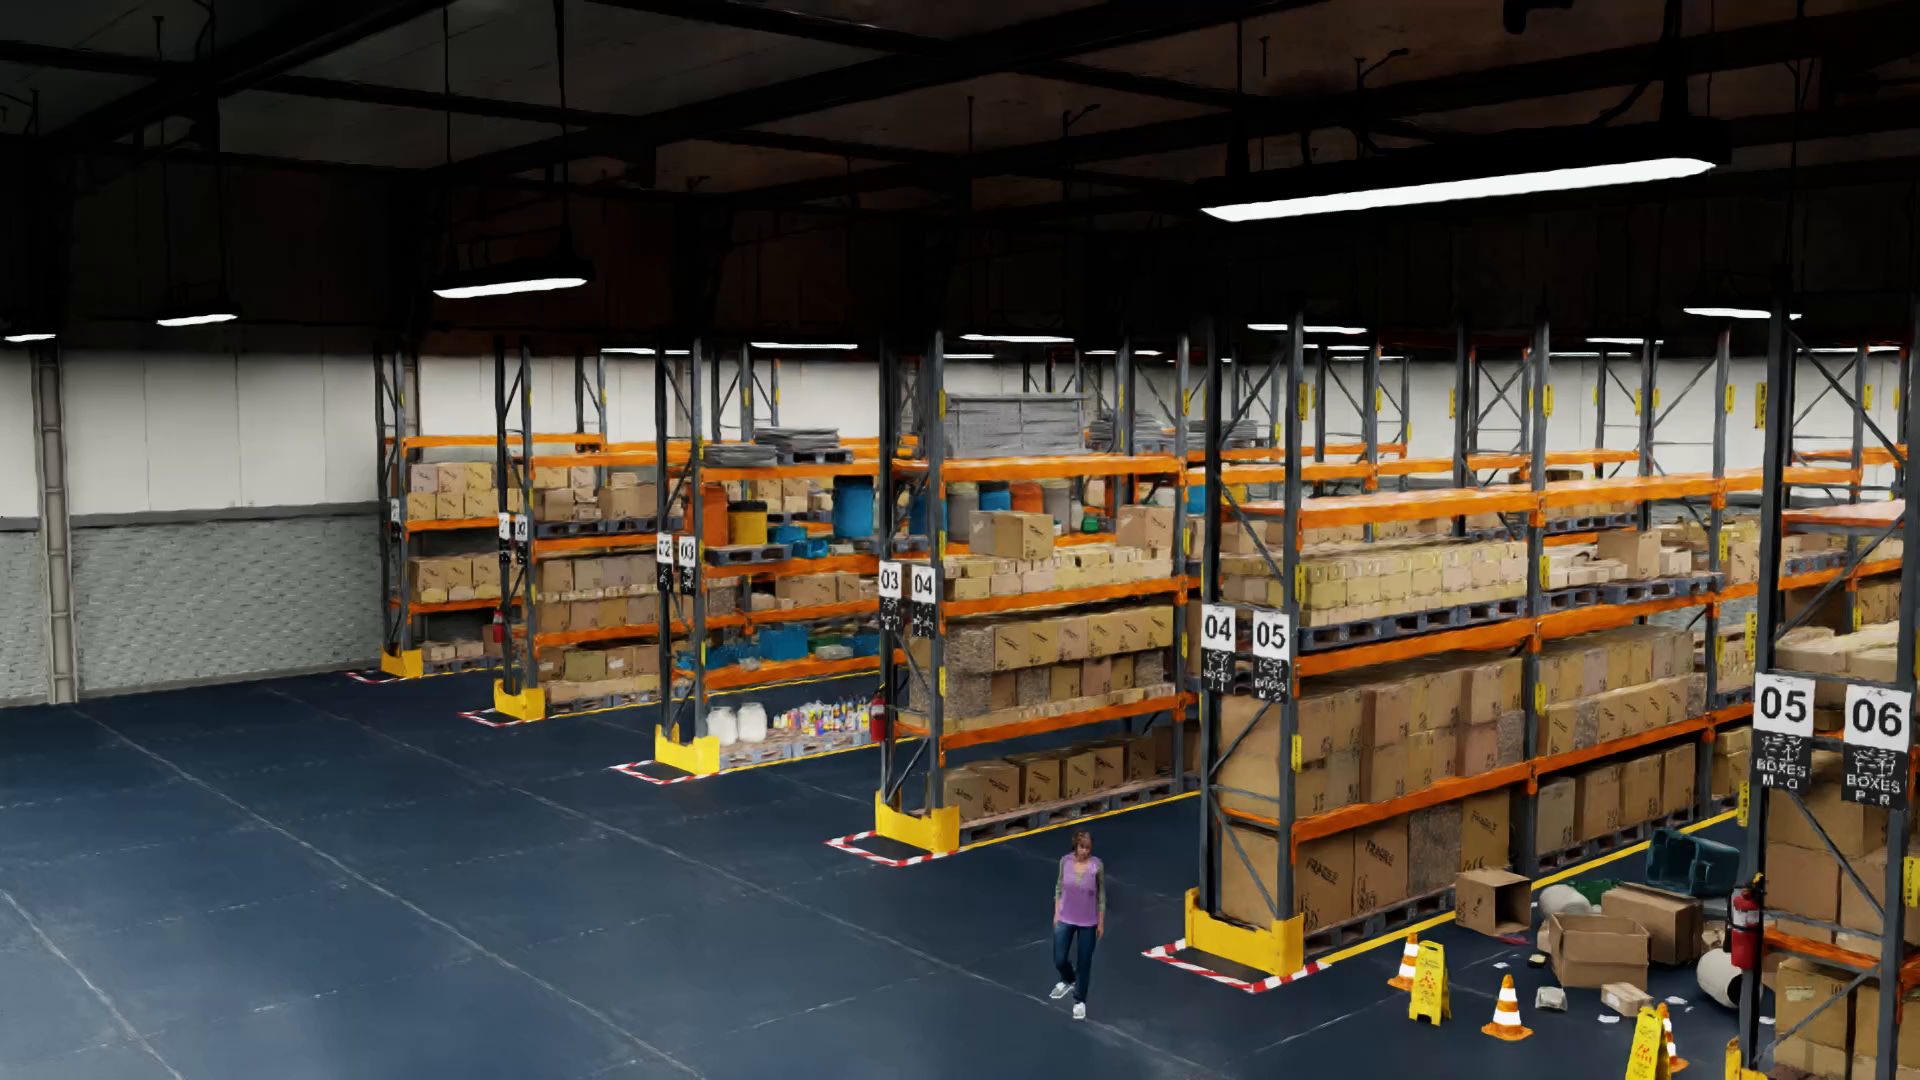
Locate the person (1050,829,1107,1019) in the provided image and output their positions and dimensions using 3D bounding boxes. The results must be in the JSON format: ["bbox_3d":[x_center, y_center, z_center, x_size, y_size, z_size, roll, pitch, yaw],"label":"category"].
[{"bbox_3d":[0.974,3.129,13.695,0.477,1.589,0.473,1,5,11],"label":"person"}]
